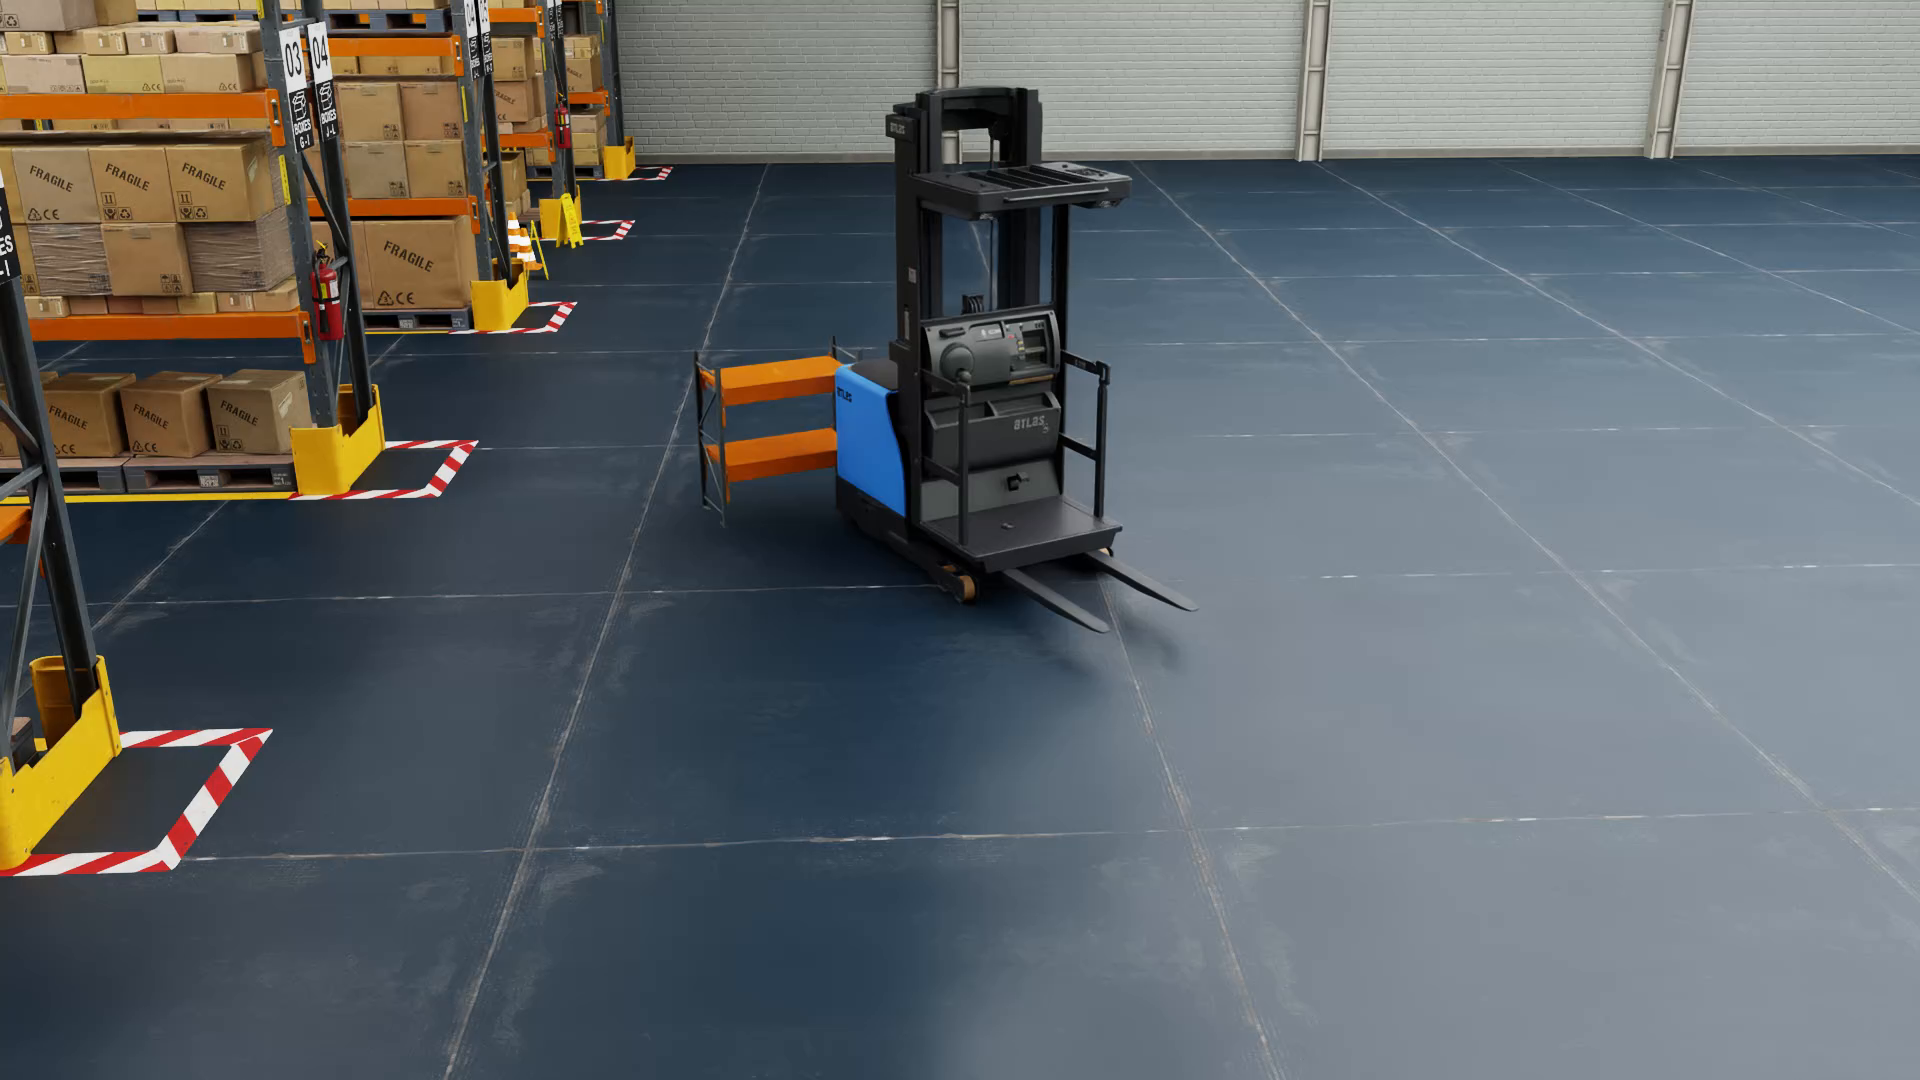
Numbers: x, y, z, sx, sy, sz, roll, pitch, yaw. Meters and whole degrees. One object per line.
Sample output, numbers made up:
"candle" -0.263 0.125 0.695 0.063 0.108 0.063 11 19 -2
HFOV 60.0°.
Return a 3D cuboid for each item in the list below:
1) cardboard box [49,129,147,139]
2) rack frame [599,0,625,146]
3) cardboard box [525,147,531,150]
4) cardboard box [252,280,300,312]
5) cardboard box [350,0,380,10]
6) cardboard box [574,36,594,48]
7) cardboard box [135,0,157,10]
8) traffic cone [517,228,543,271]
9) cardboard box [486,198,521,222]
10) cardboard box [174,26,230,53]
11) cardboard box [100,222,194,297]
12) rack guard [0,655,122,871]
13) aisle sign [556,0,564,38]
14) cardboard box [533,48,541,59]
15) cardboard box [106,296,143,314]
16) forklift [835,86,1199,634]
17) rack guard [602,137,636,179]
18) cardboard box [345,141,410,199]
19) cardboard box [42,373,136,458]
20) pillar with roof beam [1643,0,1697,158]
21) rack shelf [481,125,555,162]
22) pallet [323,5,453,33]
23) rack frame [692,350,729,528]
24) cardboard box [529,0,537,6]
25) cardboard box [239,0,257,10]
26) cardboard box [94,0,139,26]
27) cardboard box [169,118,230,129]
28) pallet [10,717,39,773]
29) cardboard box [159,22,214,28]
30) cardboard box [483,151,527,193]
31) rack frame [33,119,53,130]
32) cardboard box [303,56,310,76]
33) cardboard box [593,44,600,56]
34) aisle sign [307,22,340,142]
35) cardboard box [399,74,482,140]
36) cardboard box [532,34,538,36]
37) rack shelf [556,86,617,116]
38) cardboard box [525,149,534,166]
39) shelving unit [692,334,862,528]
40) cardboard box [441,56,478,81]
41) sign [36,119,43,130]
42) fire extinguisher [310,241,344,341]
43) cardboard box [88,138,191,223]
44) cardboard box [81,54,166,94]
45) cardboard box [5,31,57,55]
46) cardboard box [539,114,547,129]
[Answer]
"cardboard box" -6.123 -2.653 11.910 0.500 0.500 0.500 -1 21 -3
"rack frame" -5.412 -7.216 25.859 0.127 3.000 1.000 -1 21 -3
"cardboard box" -6.896 -6.216 25.803 0.500 0.250 0.500 -2 21 -4
"cardboard box" -4.832 -1.736 11.819 0.250 0.149 0.380 -1 21 -3
"cardboard box" -5.562 -5.087 15.673 0.250 0.149 0.380 -1 21 -2
"cardboard box" -5.758 -7.623 25.457 0.250 0.149 0.380 -1 21 -3
"cardboard box" -7.595 -5.045 15.563 0.250 0.149 0.380 -1 21 -4
"traffic cone" -5.078 -3.413 19.436 0.334 0.463 0.336 -1 21 -3
"cardboard box" -5.941 -4.252 21.347 0.500 0.250 0.500 -1 21 -3
"cardboard box" -5.086 -3.371 11.194 0.250 0.149 0.380 -2 21 -5
"cardboard box" -5.603 -2.064 11.769 0.500 0.500 0.875 -1 21 -3
"rack guard" -4.350 1.013 7.757 0.348 0.500 1.175 -1 21 -3
"aisle sign" -5.081 -6.779 21.058 0.004 0.787 0.394 -1 21 -3
"cardboard box" -6.507 -7.459 25.445 0.250 0.149 0.380 -1 21 -3
"cardboard box" -5.831 -1.718 11.771 0.250 0.149 0.380 -1 21 -3
"forklift" 0.315 -1.176 10.091 1.130 2.935 3.031 -12 24 -28
"rack guard" -5.388 -6.049 26.305 0.348 0.500 1.175 -1 21 -3
"cardboard box" -5.657 -3.724 16.477 0.550 0.550 0.875 -1 21 -3
"cardboard box" -6.405 -0.924 12.255 0.500 0.500 0.500 1 21 2
"pillar with roof beam" 12.058 -9.162 22.539 0.400 9.000 9.100 -1 21 -3
"rack shelf" -7.122 -5.076 21.250 4.000 0.370 1.077 -1 21 -3
"pallet" -5.482 -5.038 16.048 1.213 0.211 1.003 -1 21 -3
"rack frame" -1.702 -0.689 11.351 0.032 1.125 0.500 -10 23 -25
"cardboard box" -5.475 -6.846 21.024 0.250 0.149 0.380 -1 21 -3
"cardboard box" -6.577 -5.066 15.619 0.250 0.149 0.380 -1 21 -2
"cardboard box" -6.057 -3.820 11.461 0.500 0.500 0.500 -1 21 -3
"cardboard box" -7.275 -4.200 16.209 0.550 0.550 0.875 -1 21 -3
"pallet" -5.161 1.163 7.770 1.213 0.211 1.003 -1 21 -3
"cardboard box" -5.357 -3.508 11.553 0.250 0.149 0.380 -2 21 -4
"cardboard box" -5.970 -4.796 21.723 0.500 0.500 0.500 -2 21 -5
"rack frame" -8.735 -3.616 16.402 0.127 3.000 1.000 -1 21 -3
"cardboard box" -8.156 -5.959 20.594 0.500 0.500 0.700 -1 21 -3
"cardboard box" -5.766 -7.651 25.950 0.250 0.149 0.380 -2 21 -4
"aisle sign" -4.515 -3.256 11.803 0.004 0.787 0.394 -1 21 -3
"cardboard box" -5.114 -4.278 16.413 0.550 0.550 0.875 -1 21 -3
"cardboard box" -6.534 -7.771 25.846 0.250 0.149 0.380 -1 21 -3
"rack shelf" -7.409 -6.839 25.881 4.000 0.370 1.077 -1 21 -3
"cardboard box" -6.860 -5.992 25.918 0.500 0.250 0.500 -1 21 -2
"shelving unit" -1.249 -0.771 11.566 1.048 1.125 0.538 -10 23 -25
"cardboard box" -6.128 -6.011 20.729 0.500 0.500 0.700 -1 21 -3
"sign" -8.695 -3.927 15.704 0.005 0.325 0.100 -1 21 -3
"fire extinguisher" -4.419 -1.735 11.572 0.183 0.674 0.296 -1 21 -3
"cardboard box" -5.593 -2.475 11.441 0.500 0.500 0.500 -1 21 -3
"cardboard box" -5.525 -3.153 11.183 0.500 0.250 0.500 -1 21 -3
"cardboard box" -6.118 -3.311 11.035 0.250 0.149 0.380 -2 21 -6
"cardboard box" -5.476 -5.402 21.448 0.250 0.149 0.380 -1 21 -3
